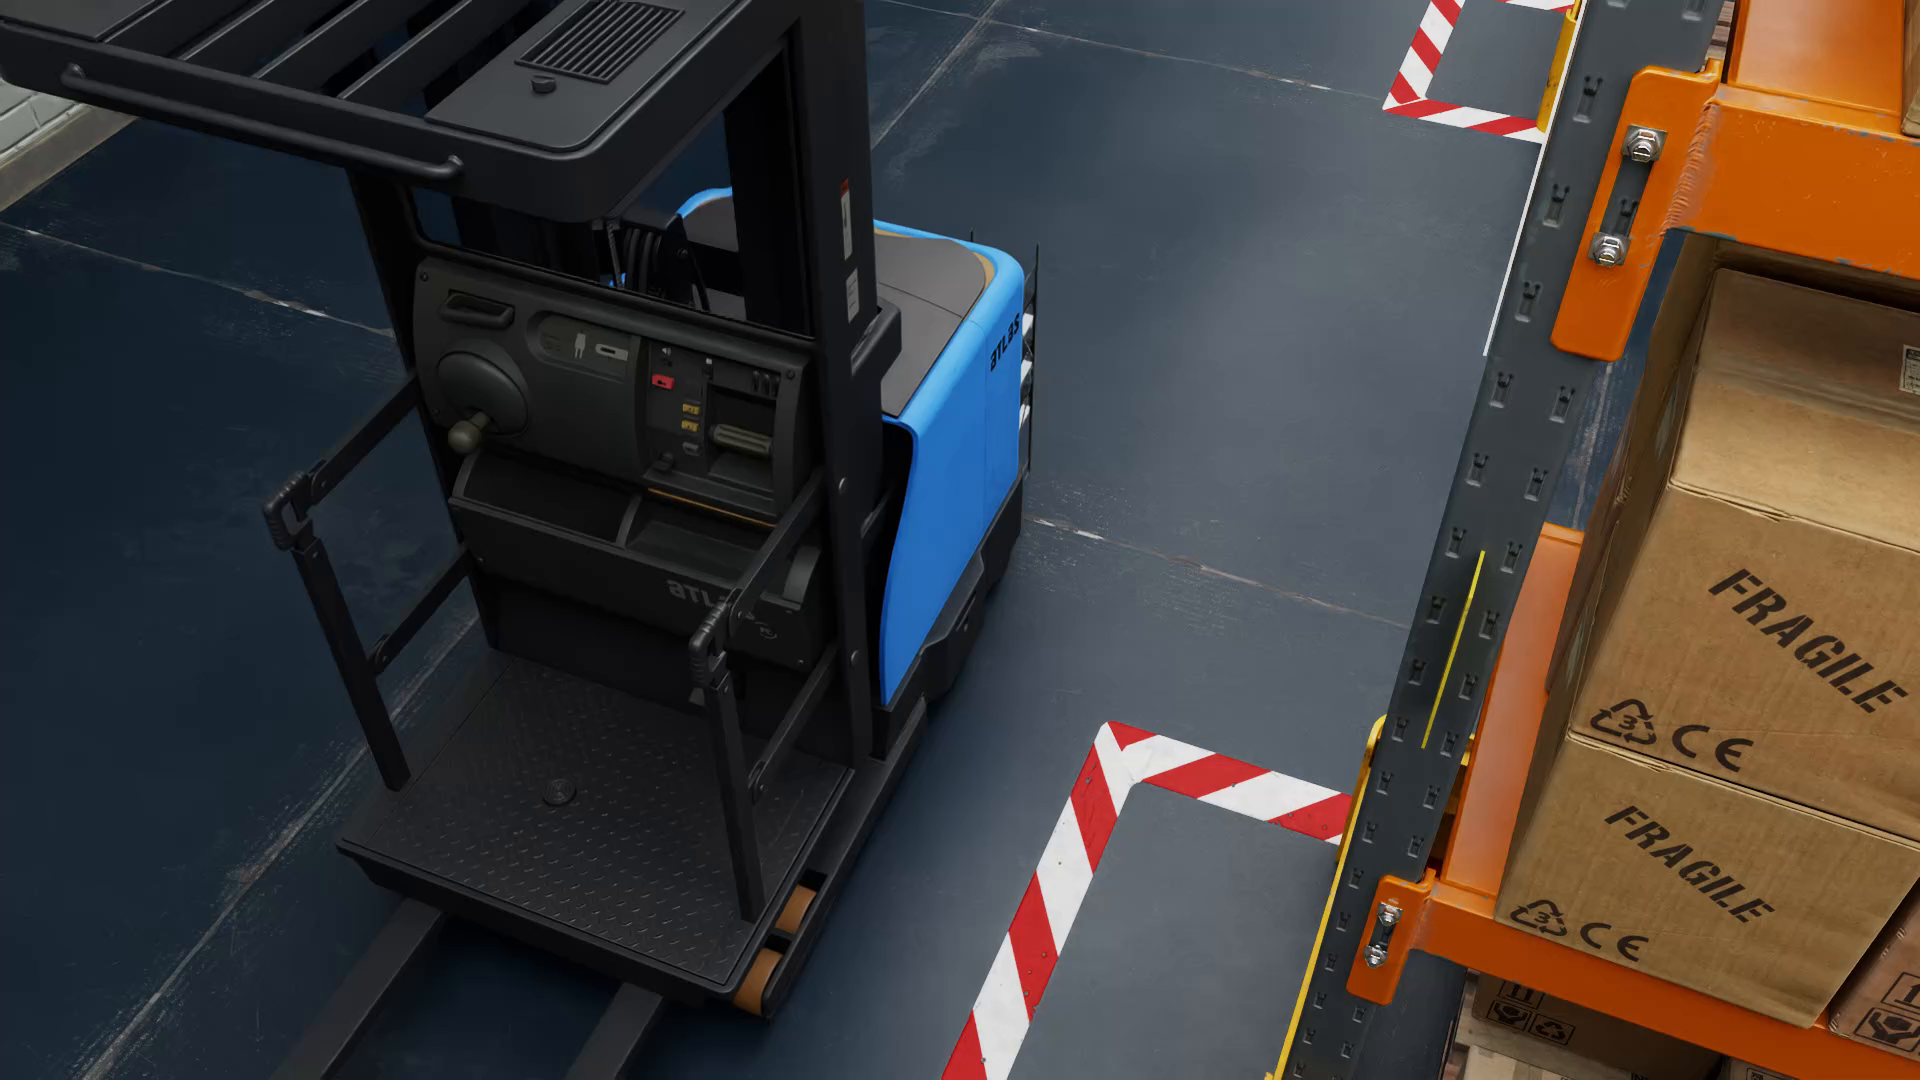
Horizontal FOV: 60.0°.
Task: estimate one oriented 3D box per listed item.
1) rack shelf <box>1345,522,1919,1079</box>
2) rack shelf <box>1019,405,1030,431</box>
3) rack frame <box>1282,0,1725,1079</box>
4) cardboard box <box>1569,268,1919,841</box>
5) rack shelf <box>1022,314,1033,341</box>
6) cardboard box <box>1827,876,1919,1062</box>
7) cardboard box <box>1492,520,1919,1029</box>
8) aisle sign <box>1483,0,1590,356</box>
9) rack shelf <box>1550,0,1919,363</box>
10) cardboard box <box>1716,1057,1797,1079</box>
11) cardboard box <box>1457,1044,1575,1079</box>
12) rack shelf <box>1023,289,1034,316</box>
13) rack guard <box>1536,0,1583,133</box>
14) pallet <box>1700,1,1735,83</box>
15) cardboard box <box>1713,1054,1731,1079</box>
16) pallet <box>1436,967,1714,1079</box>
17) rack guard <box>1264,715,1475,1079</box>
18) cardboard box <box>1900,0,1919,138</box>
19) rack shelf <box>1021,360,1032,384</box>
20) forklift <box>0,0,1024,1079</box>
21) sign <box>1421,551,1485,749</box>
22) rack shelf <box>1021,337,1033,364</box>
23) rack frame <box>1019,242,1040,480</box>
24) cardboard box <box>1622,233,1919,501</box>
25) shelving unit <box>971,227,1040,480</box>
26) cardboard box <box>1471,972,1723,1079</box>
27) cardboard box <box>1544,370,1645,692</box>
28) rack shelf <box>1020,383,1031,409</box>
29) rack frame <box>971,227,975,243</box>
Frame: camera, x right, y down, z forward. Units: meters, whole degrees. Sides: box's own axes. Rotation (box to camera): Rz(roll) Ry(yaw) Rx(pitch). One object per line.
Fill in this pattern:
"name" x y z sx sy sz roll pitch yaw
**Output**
"rack shelf" 2.750 0.910 2.719 4.000 0.370 1.077 16 47 16
"rack shelf" 0.094 -0.346 5.262 0.200 0.077 0.258 15 47 15
"rack frame" 0.905 0.112 3.011 0.127 3.000 1.000 16 47 16
"cardboard box" 1.213 0.014 2.329 0.500 0.500 0.500 18 48 17
"rack shelf" 0.094 -0.601 5.008 0.200 0.077 0.258 15 47 15
"cardboard box" 1.691 0.505 2.544 0.500 0.500 0.500 16 47 15
"cardboard box" 1.213 0.369 2.682 0.500 0.500 0.500 17 47 17
"aisle sign" 0.729 -0.637 1.920 0.004 0.787 0.394 16 47 16
"rack shelf" 2.750 -0.153 1.661 4.000 0.370 1.077 16 47 16
"cardboard box" 1.759 1.399 3.355 0.500 0.250 0.500 16 47 16
"cardboard box" 1.159 1.304 3.522 0.250 0.149 0.380 16 47 16
"rack shelf" 0.094 -0.665 4.945 0.200 0.077 0.258 15 47 15
"rack guard" 2.788 -2.223 7.130 0.348 0.500 1.175 16 47 16
"pallet" 3.561 -1.874 6.983 1.213 0.211 1.003 16 47 16
"cardboard box" 1.840 1.116 3.698 0.250 0.166 0.380 16 47 16
"pallet" 1.711 1.337 3.757 1.213 0.211 1.003 16 47 16
"rack guard" 0.975 1.019 3.872 0.348 0.500 1.175 16 47 16
"cardboard box" 1.281 -0.593 1.699 0.500 0.250 0.500 16 47 16
"rack shelf" 0.094 -0.474 5.135 0.200 0.077 0.258 15 47 15
"forklift" -0.838 -0.222 3.395 1.130 2.935 3.031 16 47 16
"sign" 0.696 0.159 2.350 0.005 0.325 0.100 16 47 16
"rack shelf" 0.094 -0.538 5.072 0.200 0.077 0.258 15 47 15
"rack frame" 0.189 -0.472 5.086 0.006 0.900 0.240 15 47 15
"cardboard box" 1.421 -0.336 2.681 0.500 0.500 0.500 16 47 15
"shelving unit" 0.094 -0.497 5.112 0.210 0.900 0.258 15 47 15
"cardboard box" 1.501 0.830 3.750 0.500 0.500 0.500 16 47 16
"cardboard box" 1.423 0.021 3.031 0.500 0.500 0.500 18 48 17
"rack shelf" 0.094 -0.410 5.199 0.200 0.077 0.258 15 47 15
"rack frame" -0.001 -0.523 5.138 0.006 0.900 0.240 15 47 15
